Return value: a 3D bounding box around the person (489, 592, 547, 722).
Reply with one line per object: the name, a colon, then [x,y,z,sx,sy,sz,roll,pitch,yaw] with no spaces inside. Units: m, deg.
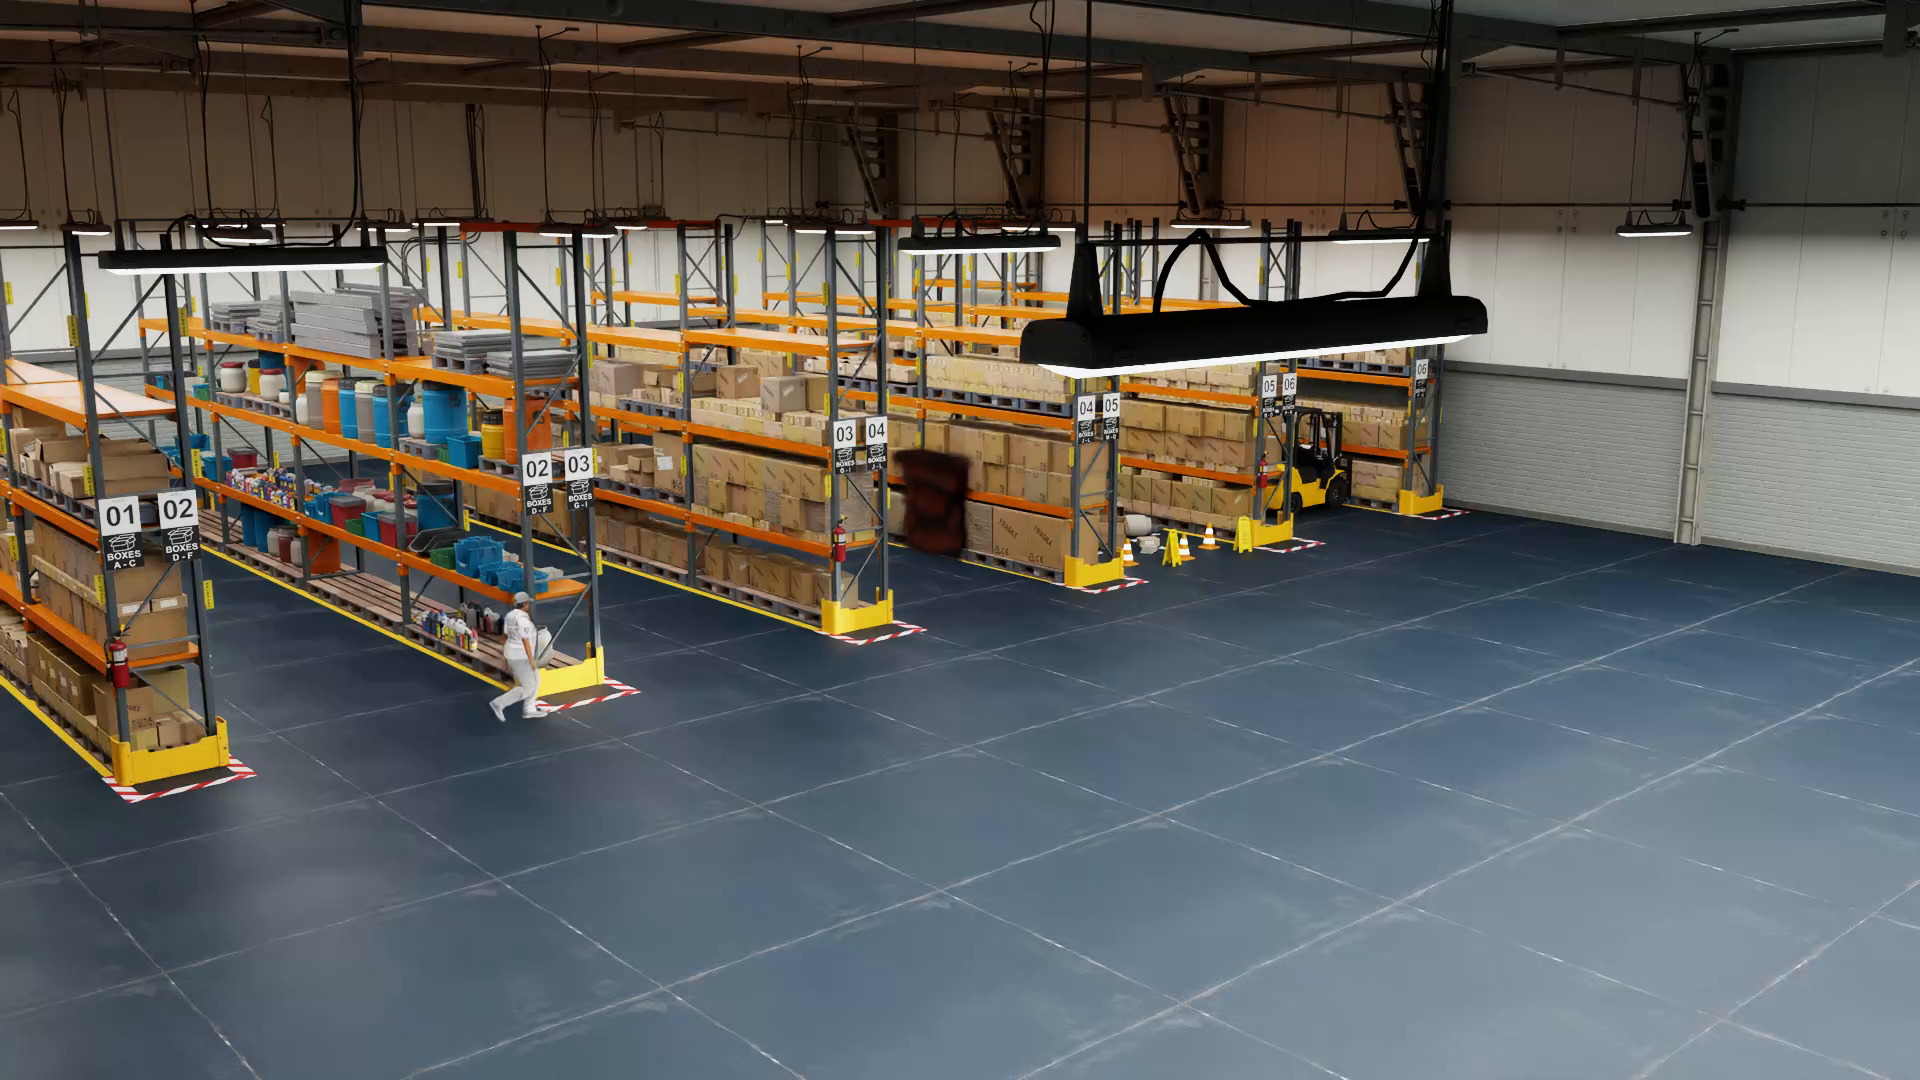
person: [-5.489,1.448,20.529,0.713,1.617,0.479,-5,12,-22]
